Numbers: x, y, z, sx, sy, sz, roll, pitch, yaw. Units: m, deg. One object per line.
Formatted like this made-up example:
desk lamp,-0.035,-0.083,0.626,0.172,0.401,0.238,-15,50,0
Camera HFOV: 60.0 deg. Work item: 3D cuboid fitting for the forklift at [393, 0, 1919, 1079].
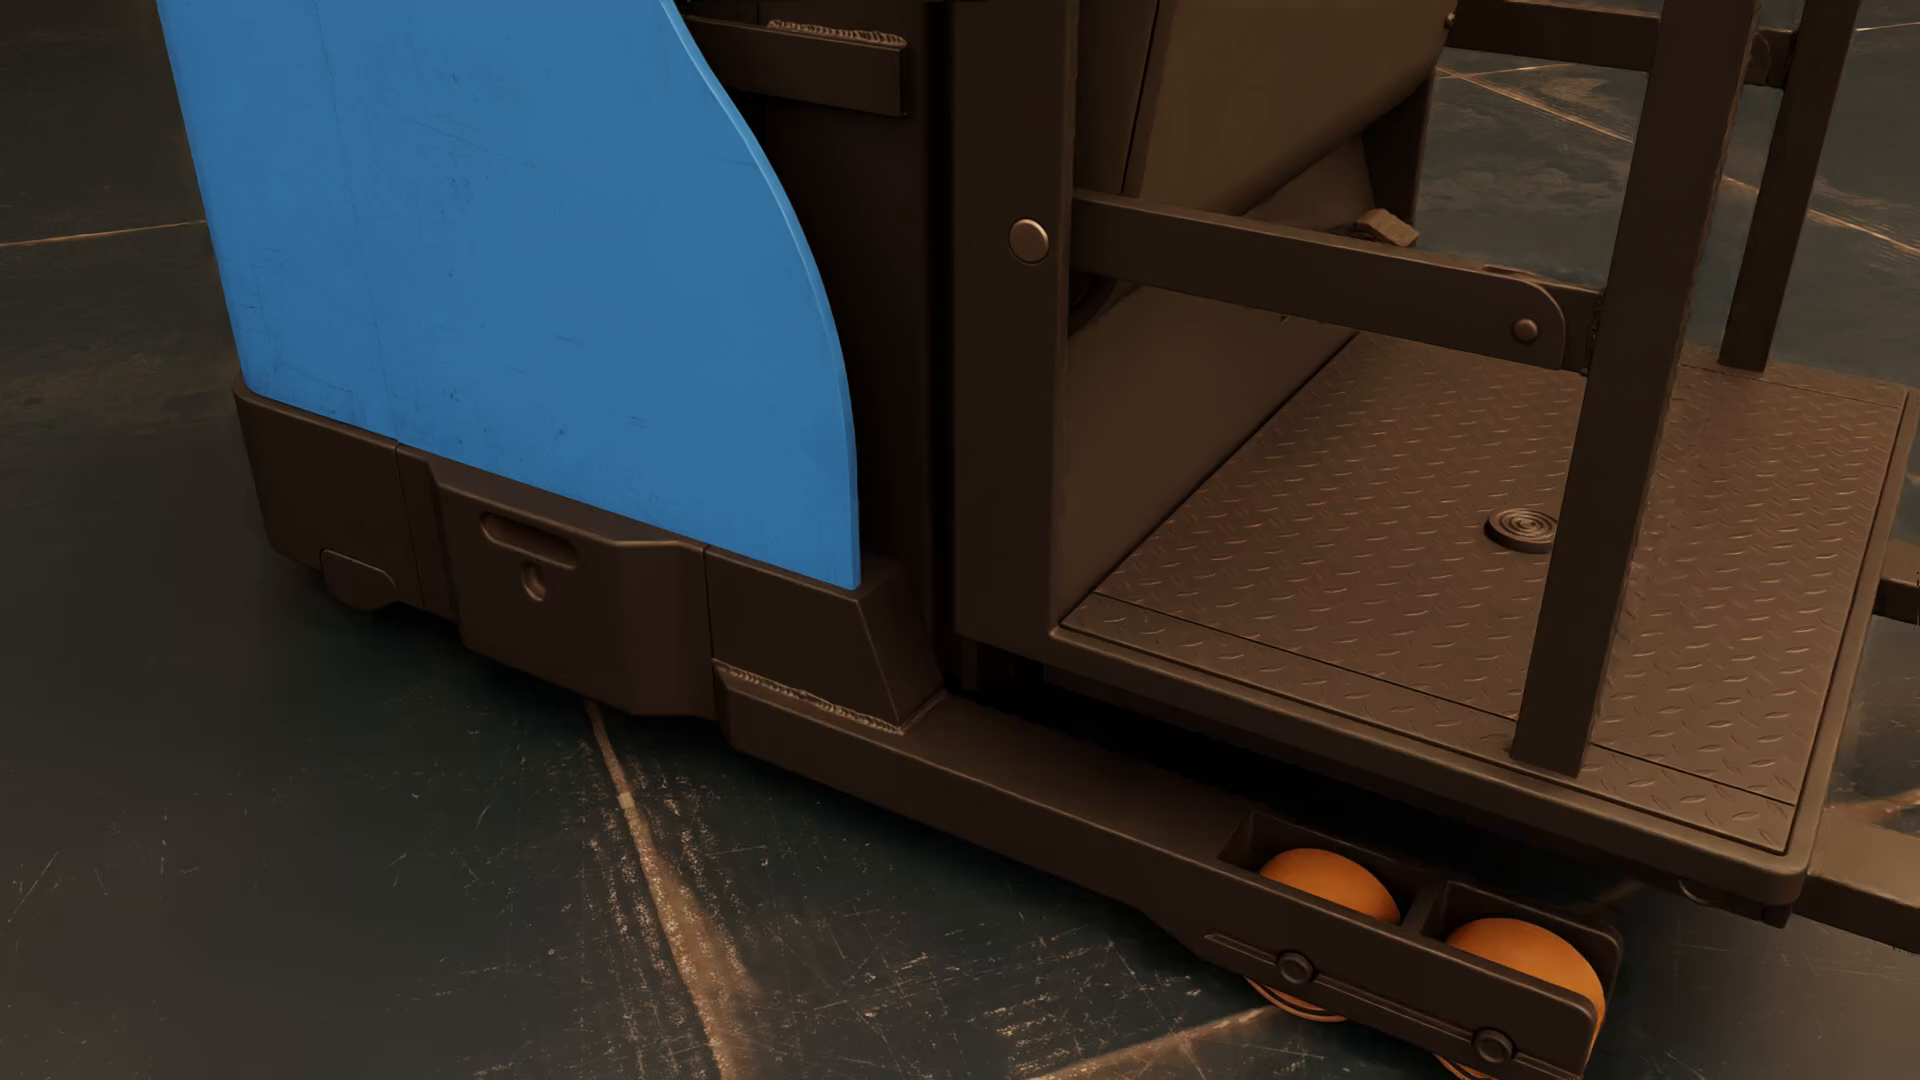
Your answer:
forklift,0.303,-0.936,1.181,1.130,2.935,3.031,-15,33,-25
